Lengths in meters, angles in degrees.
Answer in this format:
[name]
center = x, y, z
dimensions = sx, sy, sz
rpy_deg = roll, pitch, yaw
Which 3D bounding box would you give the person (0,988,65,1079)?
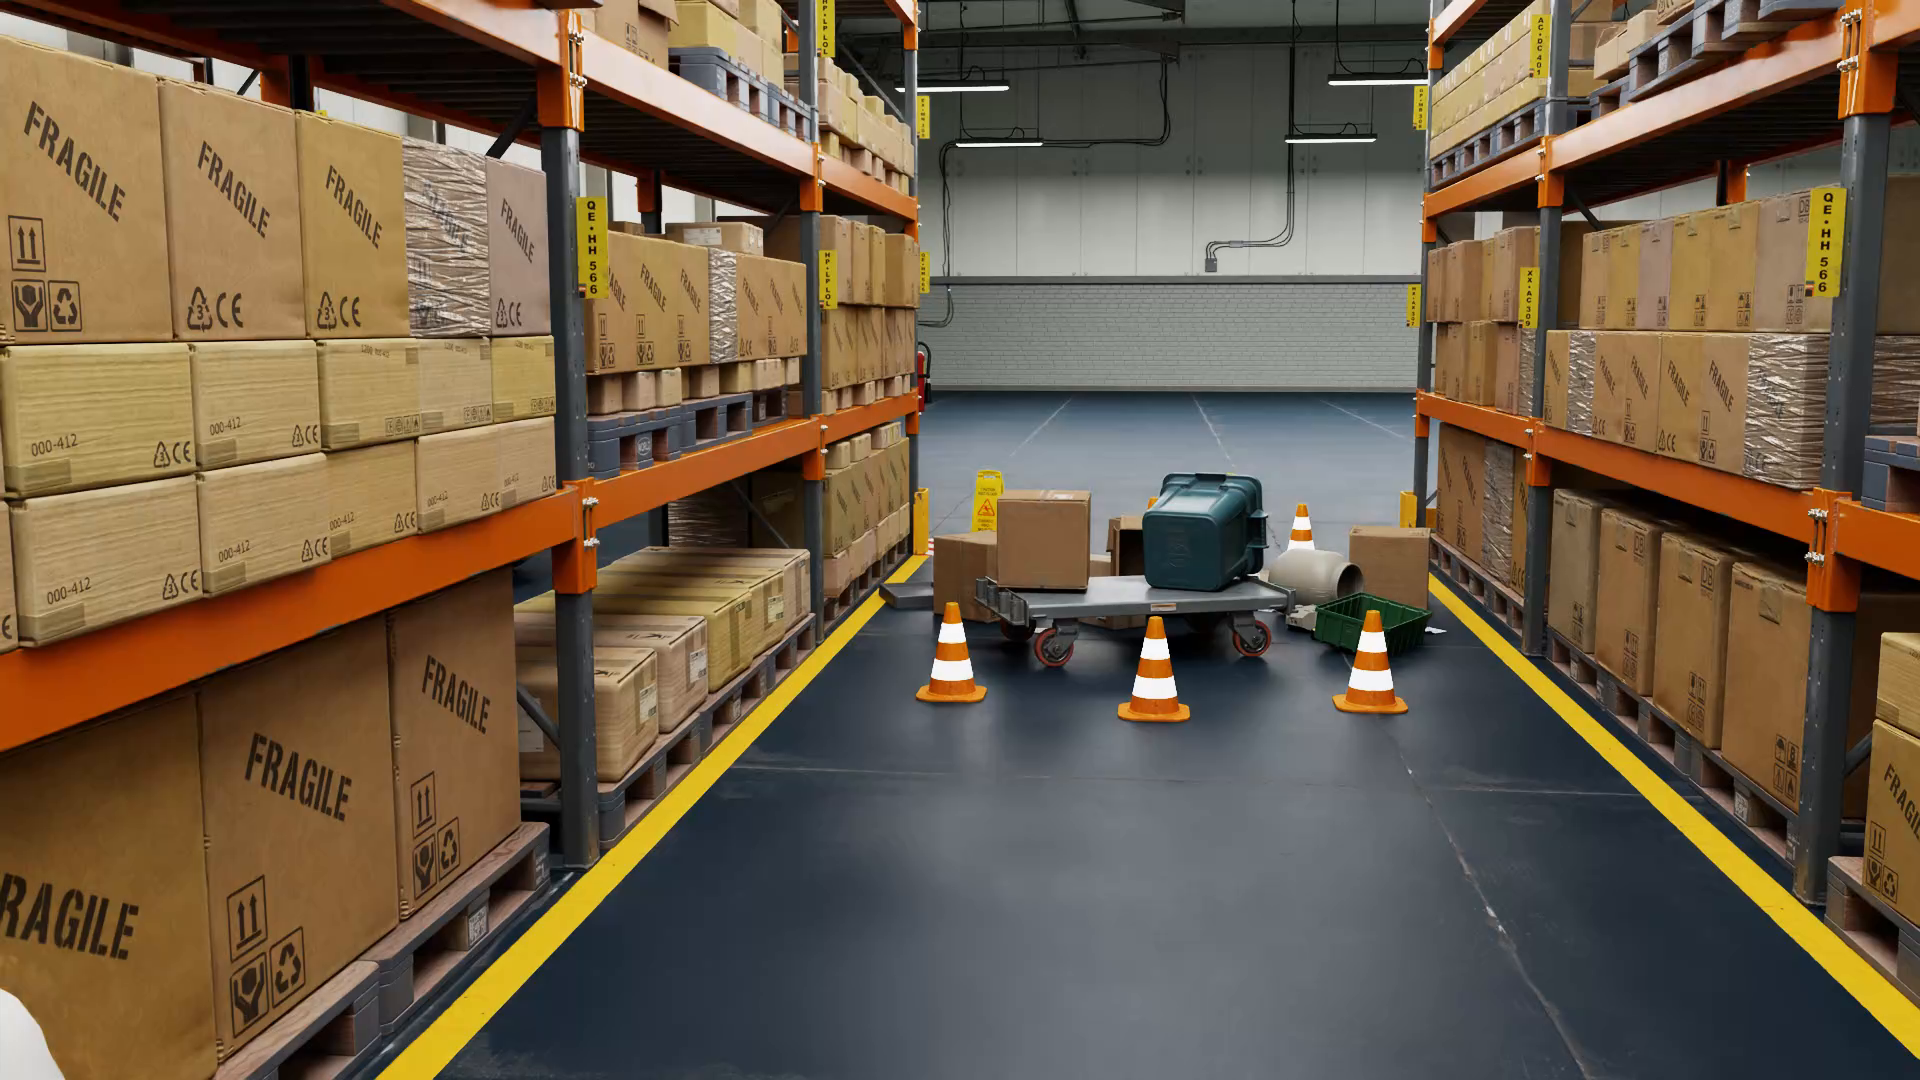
[person]
center = -0.804, 0.838, 0.901
dimensions = 0.581, 1.724, 1.130
rpy_deg = 1, 8, 8
